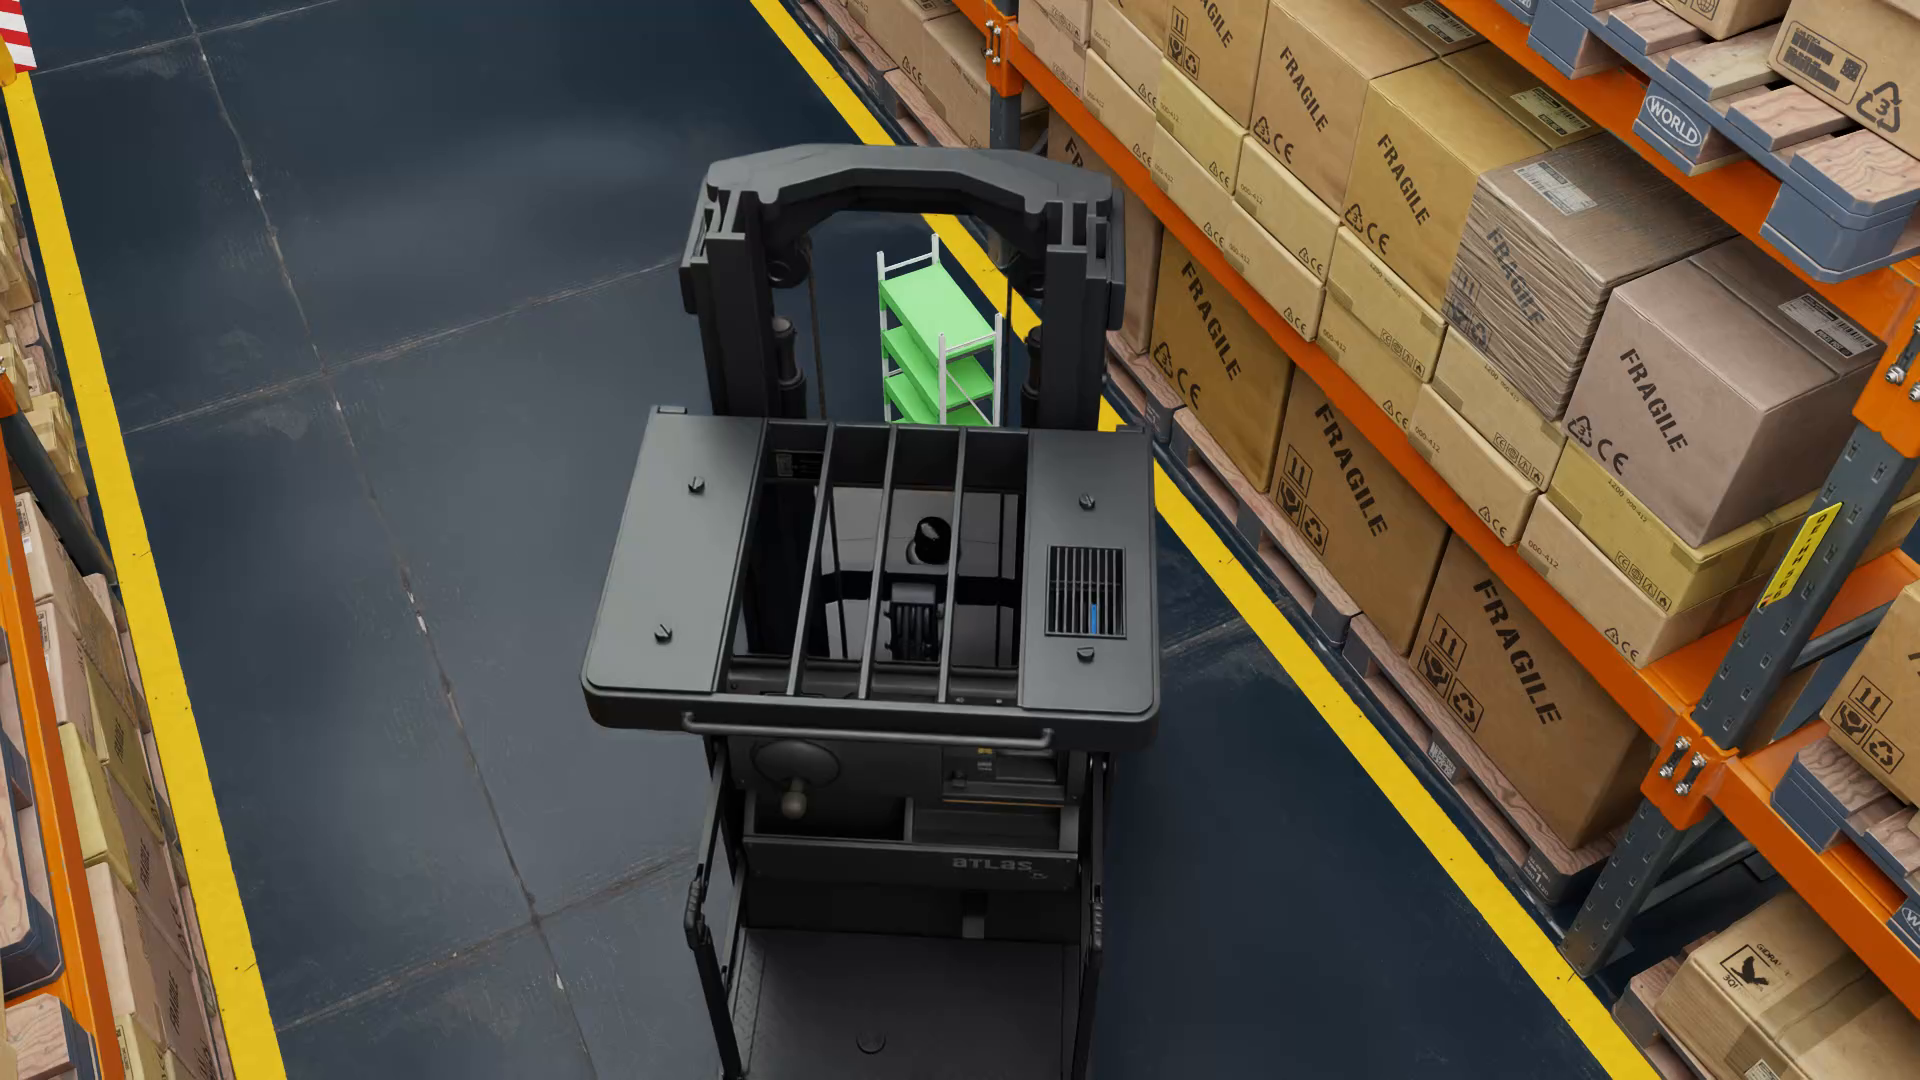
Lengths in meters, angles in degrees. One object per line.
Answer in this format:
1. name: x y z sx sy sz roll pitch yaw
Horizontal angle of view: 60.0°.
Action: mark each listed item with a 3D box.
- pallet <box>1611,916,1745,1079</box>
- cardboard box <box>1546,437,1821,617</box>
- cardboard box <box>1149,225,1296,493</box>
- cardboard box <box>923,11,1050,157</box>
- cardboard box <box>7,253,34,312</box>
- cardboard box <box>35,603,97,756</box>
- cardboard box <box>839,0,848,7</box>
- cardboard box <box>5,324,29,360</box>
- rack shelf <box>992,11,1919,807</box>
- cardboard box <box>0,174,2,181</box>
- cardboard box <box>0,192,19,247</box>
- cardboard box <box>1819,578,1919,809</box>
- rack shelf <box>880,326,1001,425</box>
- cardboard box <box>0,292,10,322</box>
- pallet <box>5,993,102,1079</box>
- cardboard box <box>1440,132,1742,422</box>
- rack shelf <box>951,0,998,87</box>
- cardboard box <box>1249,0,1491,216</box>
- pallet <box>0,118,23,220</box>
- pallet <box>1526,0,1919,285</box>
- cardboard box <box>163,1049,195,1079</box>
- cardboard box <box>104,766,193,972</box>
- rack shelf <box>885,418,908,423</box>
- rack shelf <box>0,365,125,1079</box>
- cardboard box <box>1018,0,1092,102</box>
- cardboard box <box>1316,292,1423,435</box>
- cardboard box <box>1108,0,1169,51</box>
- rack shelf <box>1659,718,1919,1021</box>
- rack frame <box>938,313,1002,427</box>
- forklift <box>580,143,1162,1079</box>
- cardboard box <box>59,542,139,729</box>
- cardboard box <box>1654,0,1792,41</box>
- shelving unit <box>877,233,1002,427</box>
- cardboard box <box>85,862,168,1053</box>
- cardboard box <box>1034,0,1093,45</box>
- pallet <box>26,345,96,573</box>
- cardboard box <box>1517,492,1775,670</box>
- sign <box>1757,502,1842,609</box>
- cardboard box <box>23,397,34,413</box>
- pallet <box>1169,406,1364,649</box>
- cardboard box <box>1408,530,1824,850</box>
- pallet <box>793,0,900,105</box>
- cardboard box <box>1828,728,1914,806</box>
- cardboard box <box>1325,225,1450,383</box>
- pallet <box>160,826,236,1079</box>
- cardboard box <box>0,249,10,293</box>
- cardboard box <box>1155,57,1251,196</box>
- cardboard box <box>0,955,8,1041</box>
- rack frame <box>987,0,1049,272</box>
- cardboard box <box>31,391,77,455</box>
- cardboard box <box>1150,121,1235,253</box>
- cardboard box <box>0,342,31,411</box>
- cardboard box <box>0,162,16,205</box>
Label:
1. pallet: 2.788 1.669 5.043 1.003 0.211 1.213 -21 52 -18
2. cardboard box: 1.984 -0.124 4.526 0.500 0.250 0.500 -21 52 -18
3. cardboard box: 1.376 -0.899 6.569 0.875 0.875 0.875 -20 52 -16
4. cardboard box: 0.409 -2.202 7.999 0.875 0.438 0.875 -22 52 -18
5. cardboard box: -4.265 -1.085 7.214 0.380 0.149 0.250 -22 53 -18
6. cardboard box: -2.965 0.521 5.078 0.500 0.250 0.500 -19 51 -16
7. cardboard box: -0.412 -3.405 9.051 0.875 0.438 0.875 -20 52 -17
8. cardboard box: -4.077 -0.710 6.886 0.380 0.149 0.250 -22 52 -18
9. rack shelf: 1.516 -0.874 5.892 1.077 0.370 4.000 -21 52 -18
10. cardboard box: -4.602 -1.707 7.561 0.380 0.149 0.250 -20 52 -17
11. cardboard box: -4.350 -1.355 7.252 0.380 0.149 0.250 -21 52 -17
12. cardboard box: 2.431 0.339 3.810 0.500 0.500 0.500 -23 53 -19
13. rack shelf: -0.076 -0.622 6.155 0.258 0.148 0.480 -21 52 -18
14. cardboard box: -4.201 -0.990 6.933 0.380 0.149 0.250 -19 51 -16
15. pallet: -2.345 1.623 3.358 1.213 0.211 1.003 -21 52 -18
16. cardboard box: 1.720 -0.731 4.559 0.500 0.500 0.500 -20 52 -17
17. rack shelf: -0.314 -3.551 8.234 1.077 0.370 4.000 -21 52 -18
18. cardboard box: 1.274 -1.407 5.150 0.500 0.500 0.500 -22 52 -18
19. pallet: -5.210 -1.829 8.102 1.003 0.211 1.213 -21 52 -18
20. pallet: 2.089 -1.110 3.754 1.213 0.211 1.003 -19 51 -16
21. cardboard box: -2.254 1.788 4.467 0.500 0.500 0.500 -21 52 -17
22. cardboard box: -2.726 1.105 5.065 0.500 0.500 0.500 -22 52 -18
23. rack shelf: -0.076 -0.306 6.517 0.258 0.148 0.480 -21 52 -18
24. rack shelf: -2.839 0.898 4.342 1.077 0.370 4.000 -21 52 -18
25. cardboard box: 0.568 -2.015 6.512 0.500 0.250 0.500 -22 52 -18
26. cardboard box: 1.505 -0.651 5.319 0.500 0.250 0.500 -22 52 -18
27. cardboard box: 0.804 -2.087 5.745 0.500 0.500 0.500 -21 52 -18
28. rack shelf: 3.346 1.803 3.551 1.077 0.370 4.000 -21 52 -18
29. rack frame: 0.036 -0.342 6.145 0.240 1.200 0.015 -21 52 -18
30. forklift: -0.146 0.639 4.137 1.130 2.935 3.031 3 49 2
31. cardboard box: -3.192 0.416 5.667 0.500 0.500 0.500 -22 52 -18
32. cardboard box: 1.809 -1.528 3.648 0.700 0.500 0.500 -24 53 -19
33. shelving unit: -0.076 -0.506 6.288 0.258 1.200 0.503 -21 52 -18
34. cardboard box: -2.471 1.218 4.468 0.500 0.250 0.500 -21 52 -17
35. cardboard box: 0.551 -2.173 6.318 0.500 0.250 0.500 -23 53 -19
36. pallet: -4.093 -0.196 6.674 1.003 0.211 1.213 -21 52 -18
37. cardboard box: 1.969 0.028 4.725 0.500 0.250 0.500 -23 53 -19
38. sign: 1.939 0.040 3.846 0.100 0.325 0.005 -21 52 -18
39. cardboard box: -3.831 -0.466 6.475 0.380 0.149 0.250 -21 52 -17
40. pallet: 1.583 -0.224 6.698 1.003 0.211 1.213 -21 52 -18
41. cardboard box: 2.189 0.298 5.522 0.875 0.875 0.875 -22 52 -18
42. pallet: -0.240 -2.885 9.026 1.003 0.211 1.213 -21 52 -18
43. cardboard box: 2.415 0.454 4.141 0.380 0.149 0.250 -24 53 -20
44. cardboard box: 1.493 -0.802 5.119 0.500 0.250 0.500 -22 53 -18
45. pallet: -2.834 1.579 5.121 1.003 0.211 1.213 -21 52 -18
46. cardboard box: -4.144 -1.097 6.829 0.380 0.149 0.250 -20 52 -17
47. cardboard box: 1.022 -1.487 5.718 0.500 0.250 0.500 -21 52 -17
48. cardboard box: -2.321 1.036 3.632 0.380 0.149 0.250 -19 51 -16
49. rack frame: 0.601 -2.450 6.792 1.000 3.000 0.127 -21 52 -18
50. cardboard box: -3.757 -0.409 6.623 0.380 0.149 0.250 -20 52 -16
51. cardboard box: 1.026 -1.321 5.904 0.500 0.250 0.500 -22 52 -18
52. cardboard box: -3.801 -0.579 6.376 0.380 0.149 0.250 -19 51 -16
53. cardboard box: -4.609 -1.620 7.682 0.380 0.149 0.250 -23 53 -19
